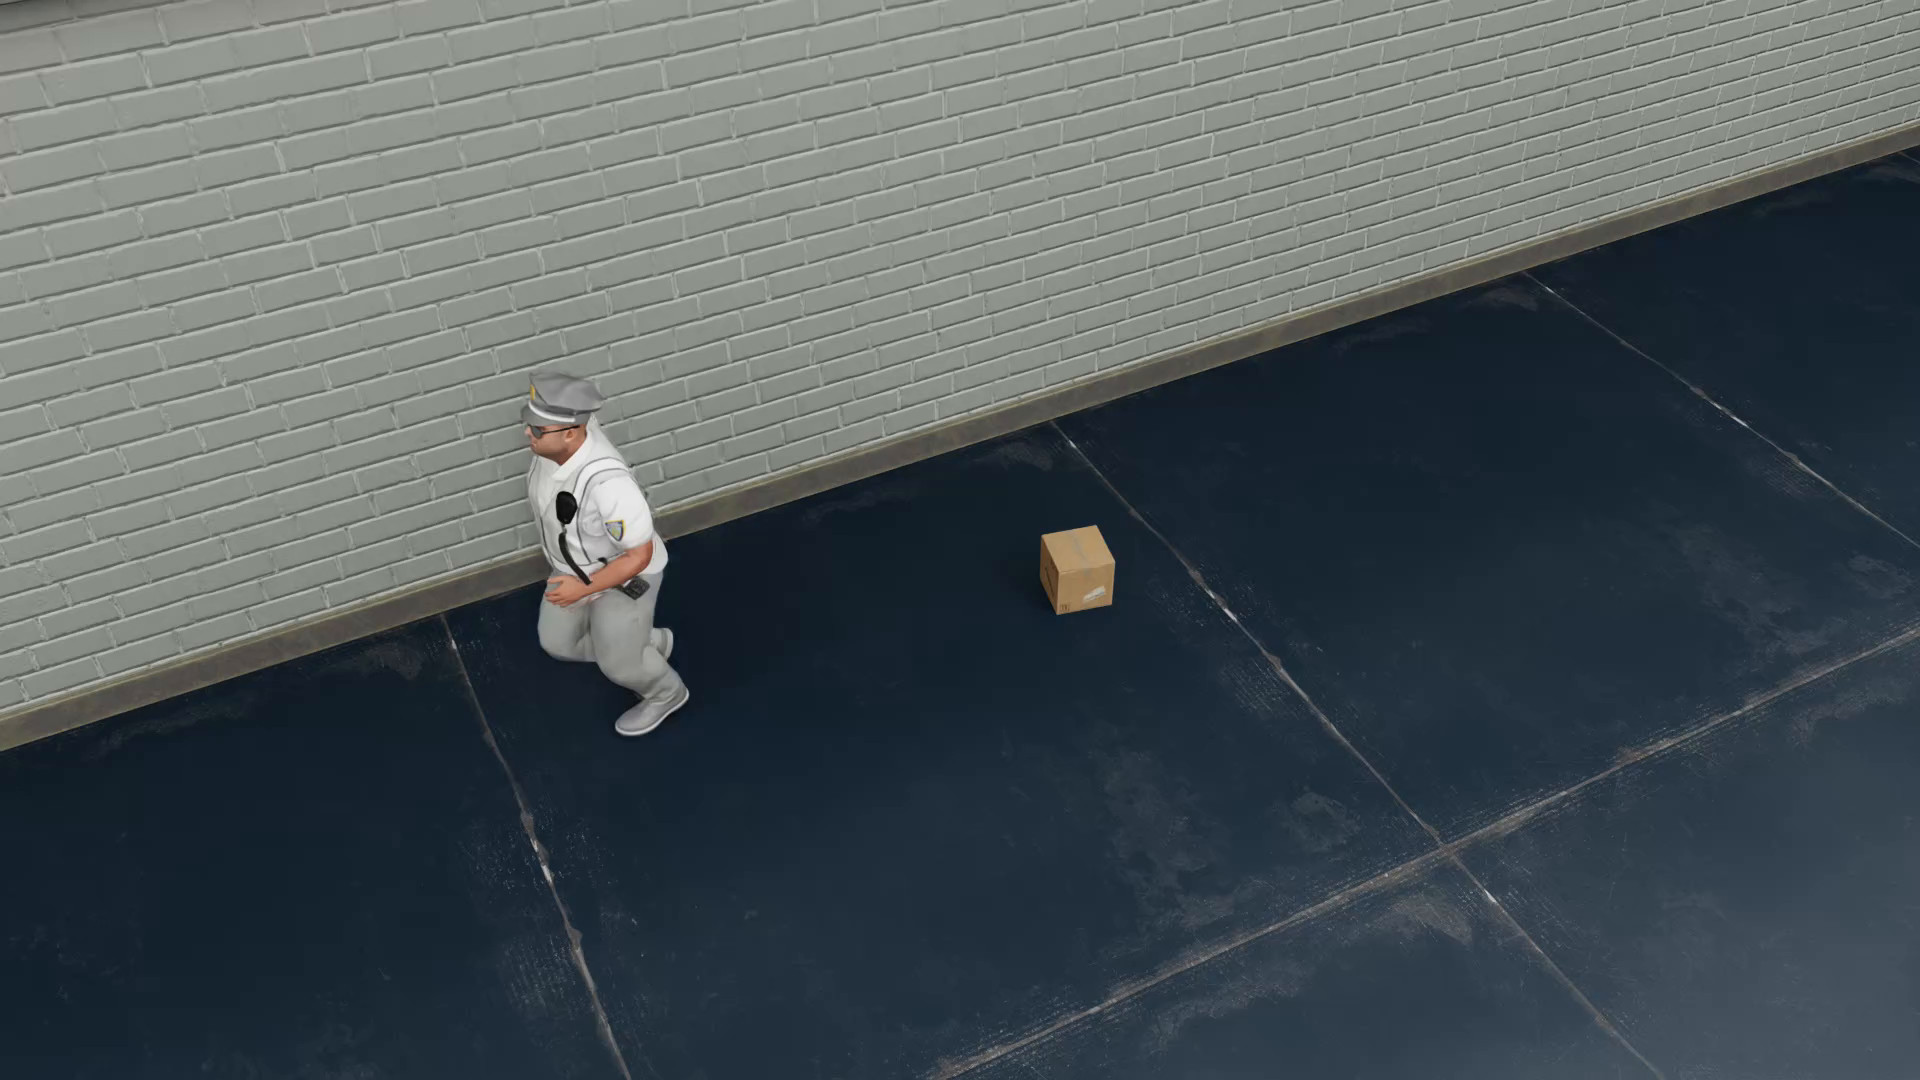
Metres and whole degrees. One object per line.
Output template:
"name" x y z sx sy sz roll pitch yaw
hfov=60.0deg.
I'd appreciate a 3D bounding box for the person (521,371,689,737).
"person" -1.300 0.080 6.063 0.529 1.731 0.701 -27 48 -27
